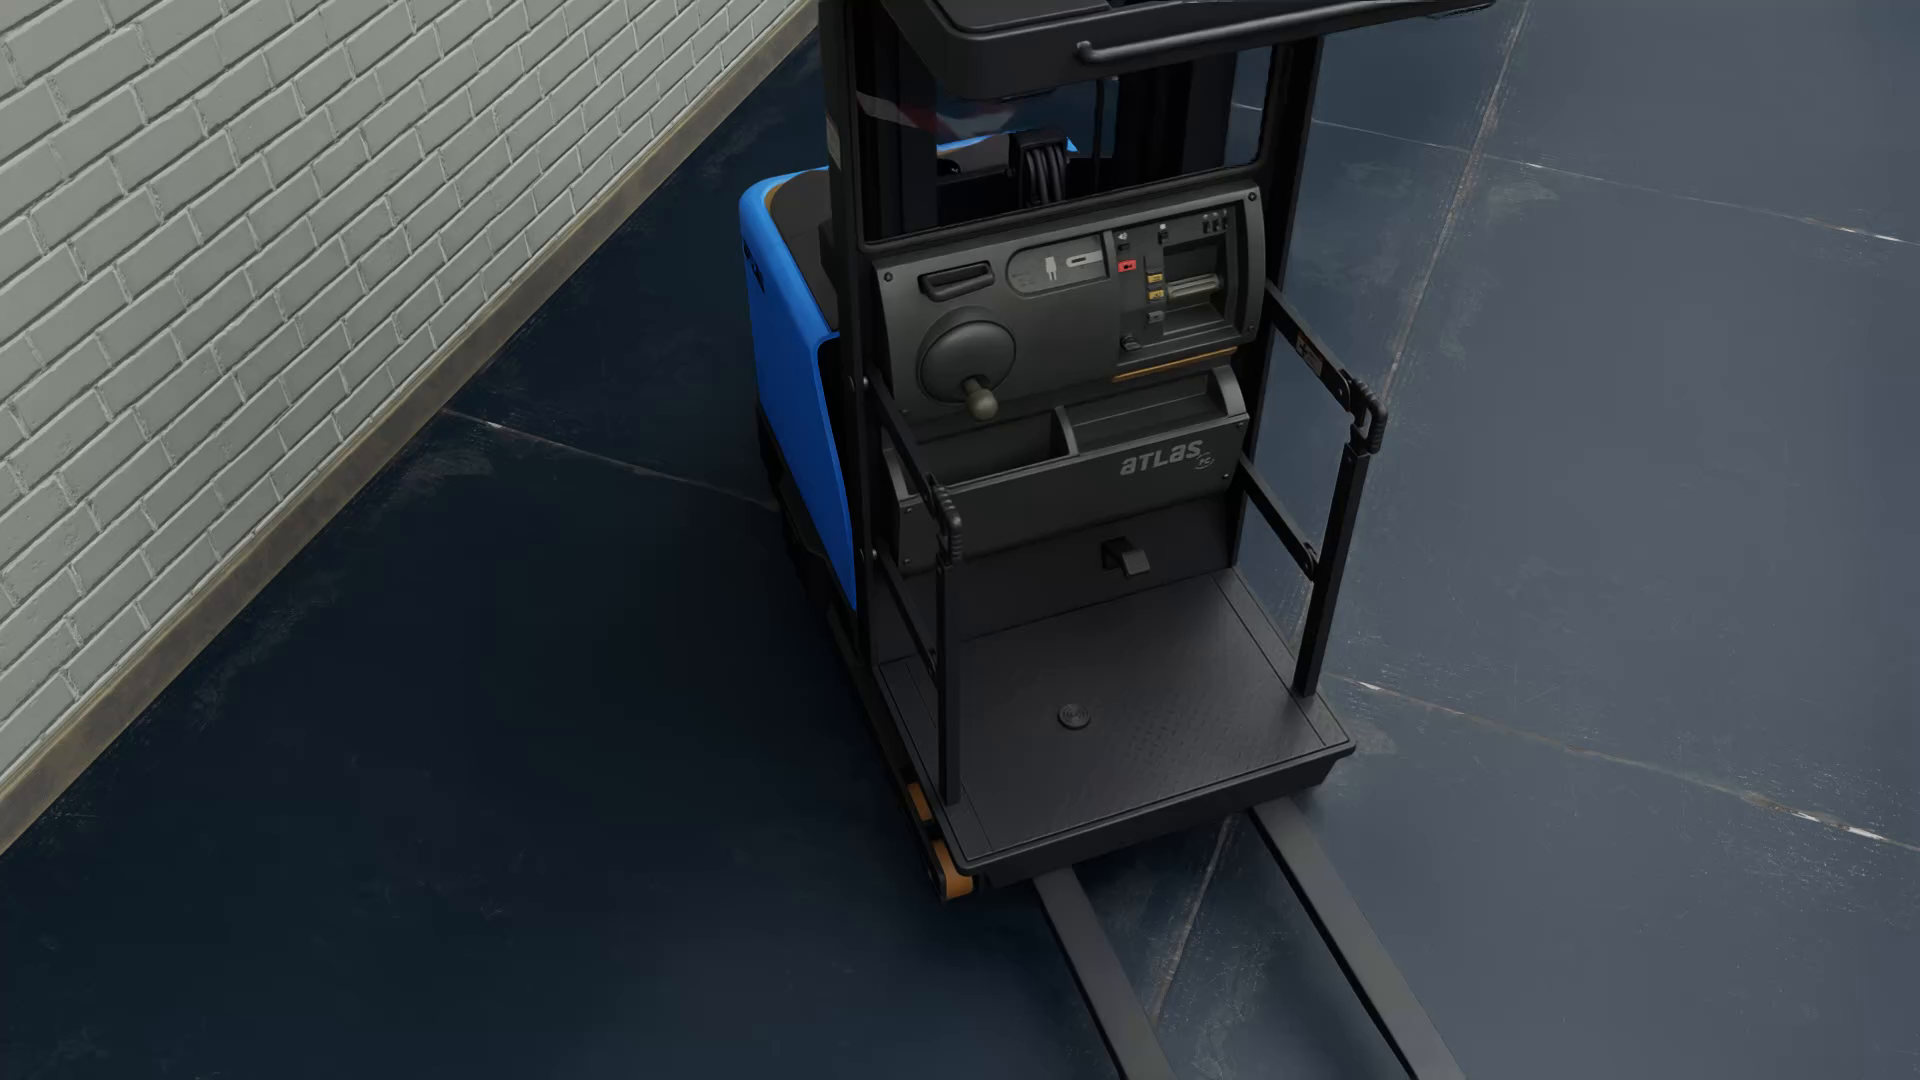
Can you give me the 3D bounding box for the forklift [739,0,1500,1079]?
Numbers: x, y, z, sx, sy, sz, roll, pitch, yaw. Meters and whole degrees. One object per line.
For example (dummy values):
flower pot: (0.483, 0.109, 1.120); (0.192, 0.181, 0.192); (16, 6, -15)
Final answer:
forklift: (0.343, -0.448, 3.622); (1.130, 2.935, 3.031); (-15, 47, -14)
